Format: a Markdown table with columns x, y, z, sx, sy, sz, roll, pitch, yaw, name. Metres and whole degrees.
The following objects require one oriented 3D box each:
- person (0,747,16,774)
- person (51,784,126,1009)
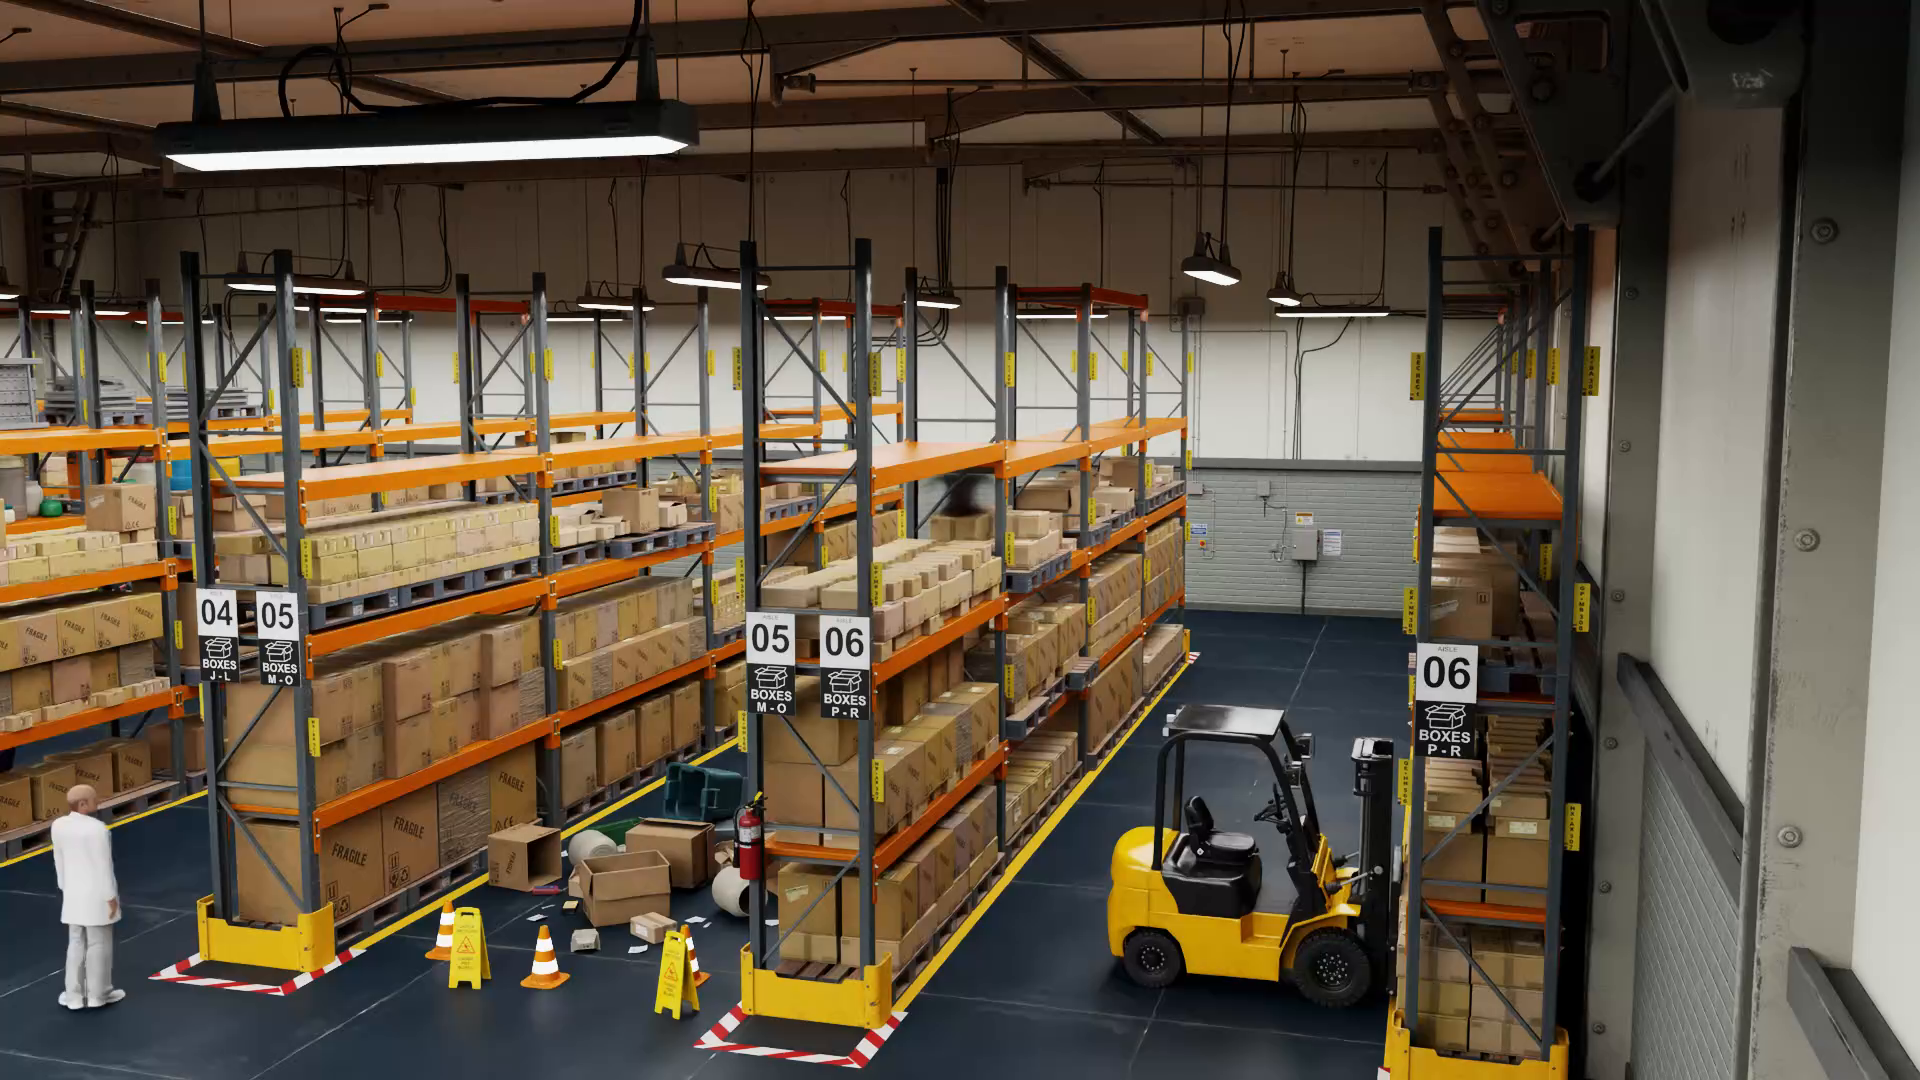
| x | y | z | sx | sy | sz | roll | pitch | yaw | name |
| --- | --- | --- | --- | --- | --- | --- | --- | --- | --- |
| -11.103 | 2.185 | 19.285 | 0.367 | 1.650 | 0.517 | 0 | 6 | -2 | person |
| -6.916 | 2.815 | 13.185 | 0.640 | 1.801 | 0.454 | 2 | 7 | 18 | person |
